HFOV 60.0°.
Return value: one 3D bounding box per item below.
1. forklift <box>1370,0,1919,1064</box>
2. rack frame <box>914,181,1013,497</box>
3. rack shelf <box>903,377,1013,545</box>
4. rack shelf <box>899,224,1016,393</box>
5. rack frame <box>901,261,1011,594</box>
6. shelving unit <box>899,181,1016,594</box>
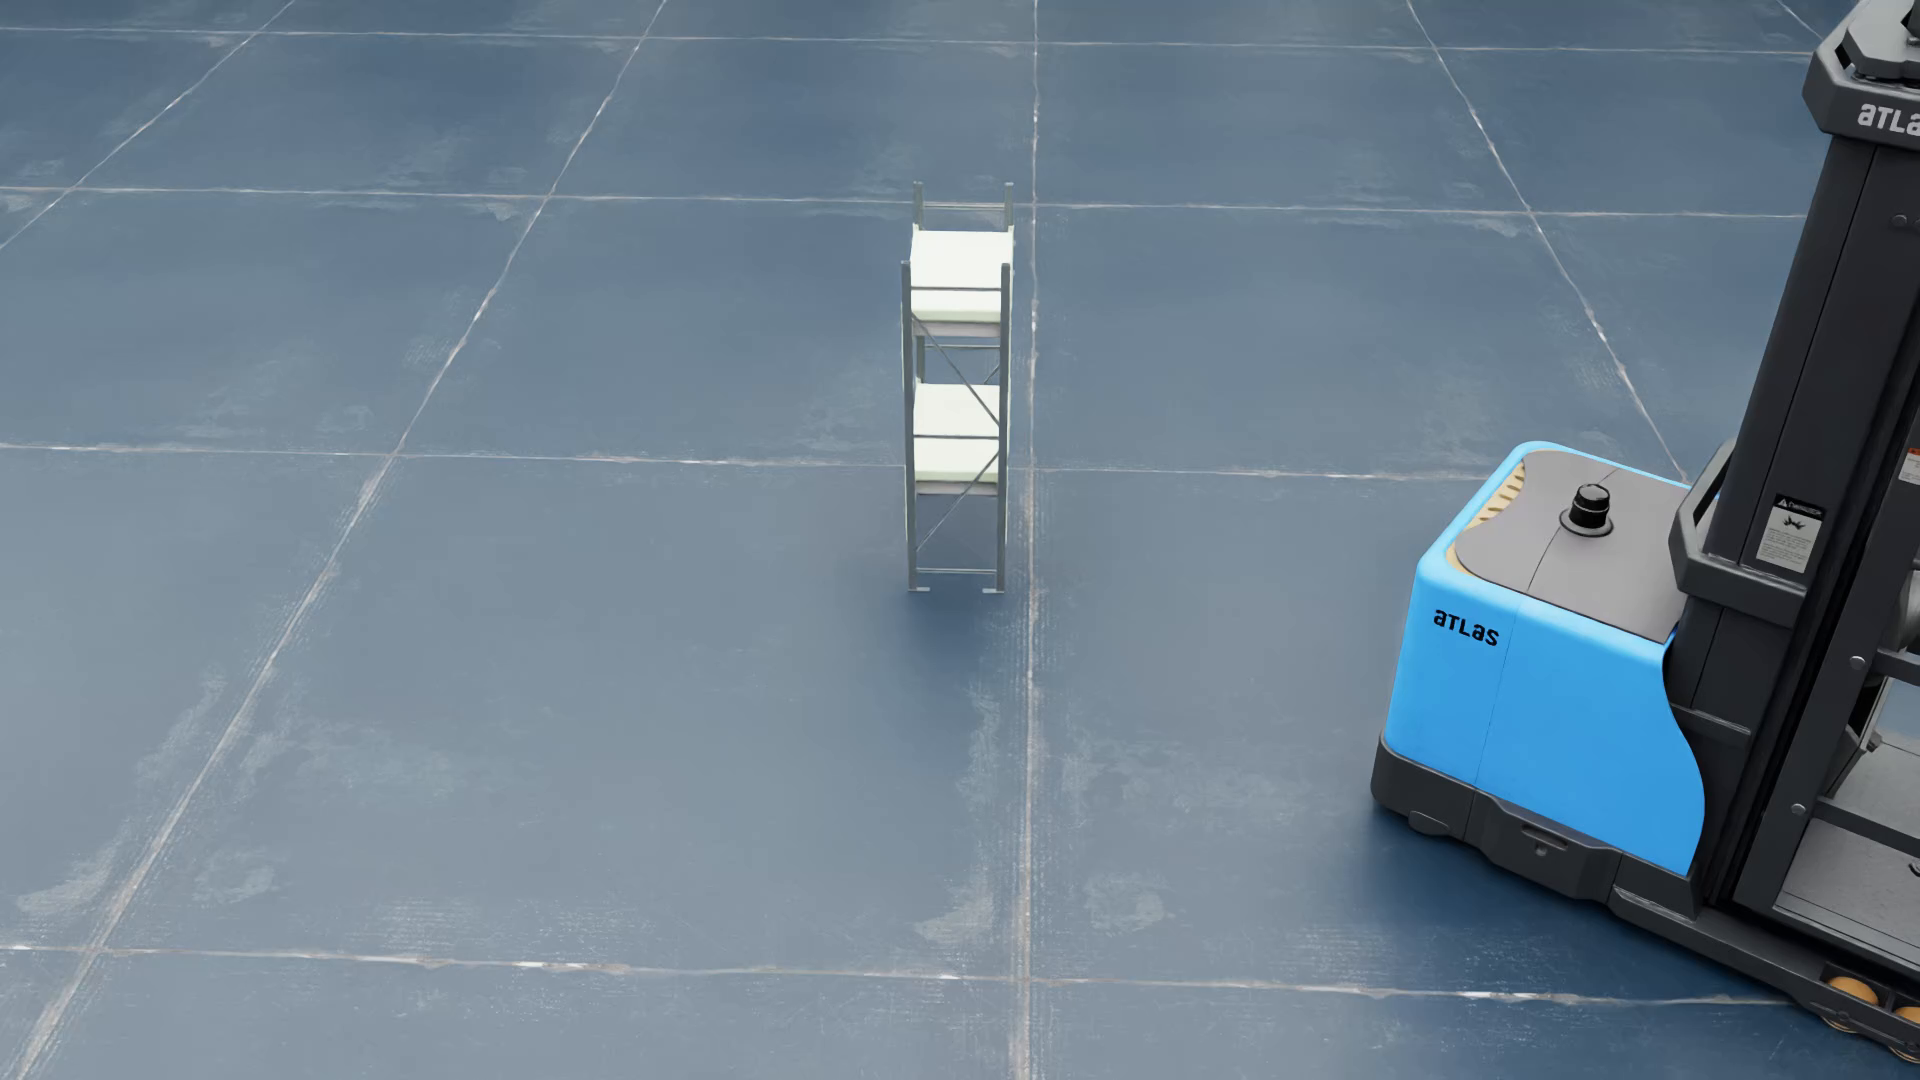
[{"bbox_3d":[2.940,0.025,4.665,3.031,2.935,1.130,23,41,29],"label":"forklift"},{"bbox_3d":[0.014,-0.820,7.113,0.400,1.500,0.023,1,35,2],"label":"rack frame"},{"bbox_3d":[0.000,-0.343,7.001,0.431,0.370,0.720,1,35,2],"label":"rack shelf"},{"bbox_3d":[0.000,-0.929,6.589,0.431,0.370,0.720,1,35,2],"label":"rack shelf"},{"bbox_3d":[-0.015,-0.399,6.514,0.400,1.500,0.023,1,35,2],"label":"rack frame"},{"bbox_3d":[0.000,-0.610,6.813,0.431,1.500,0.755,1,35,2],"label":"shelving unit"}]
